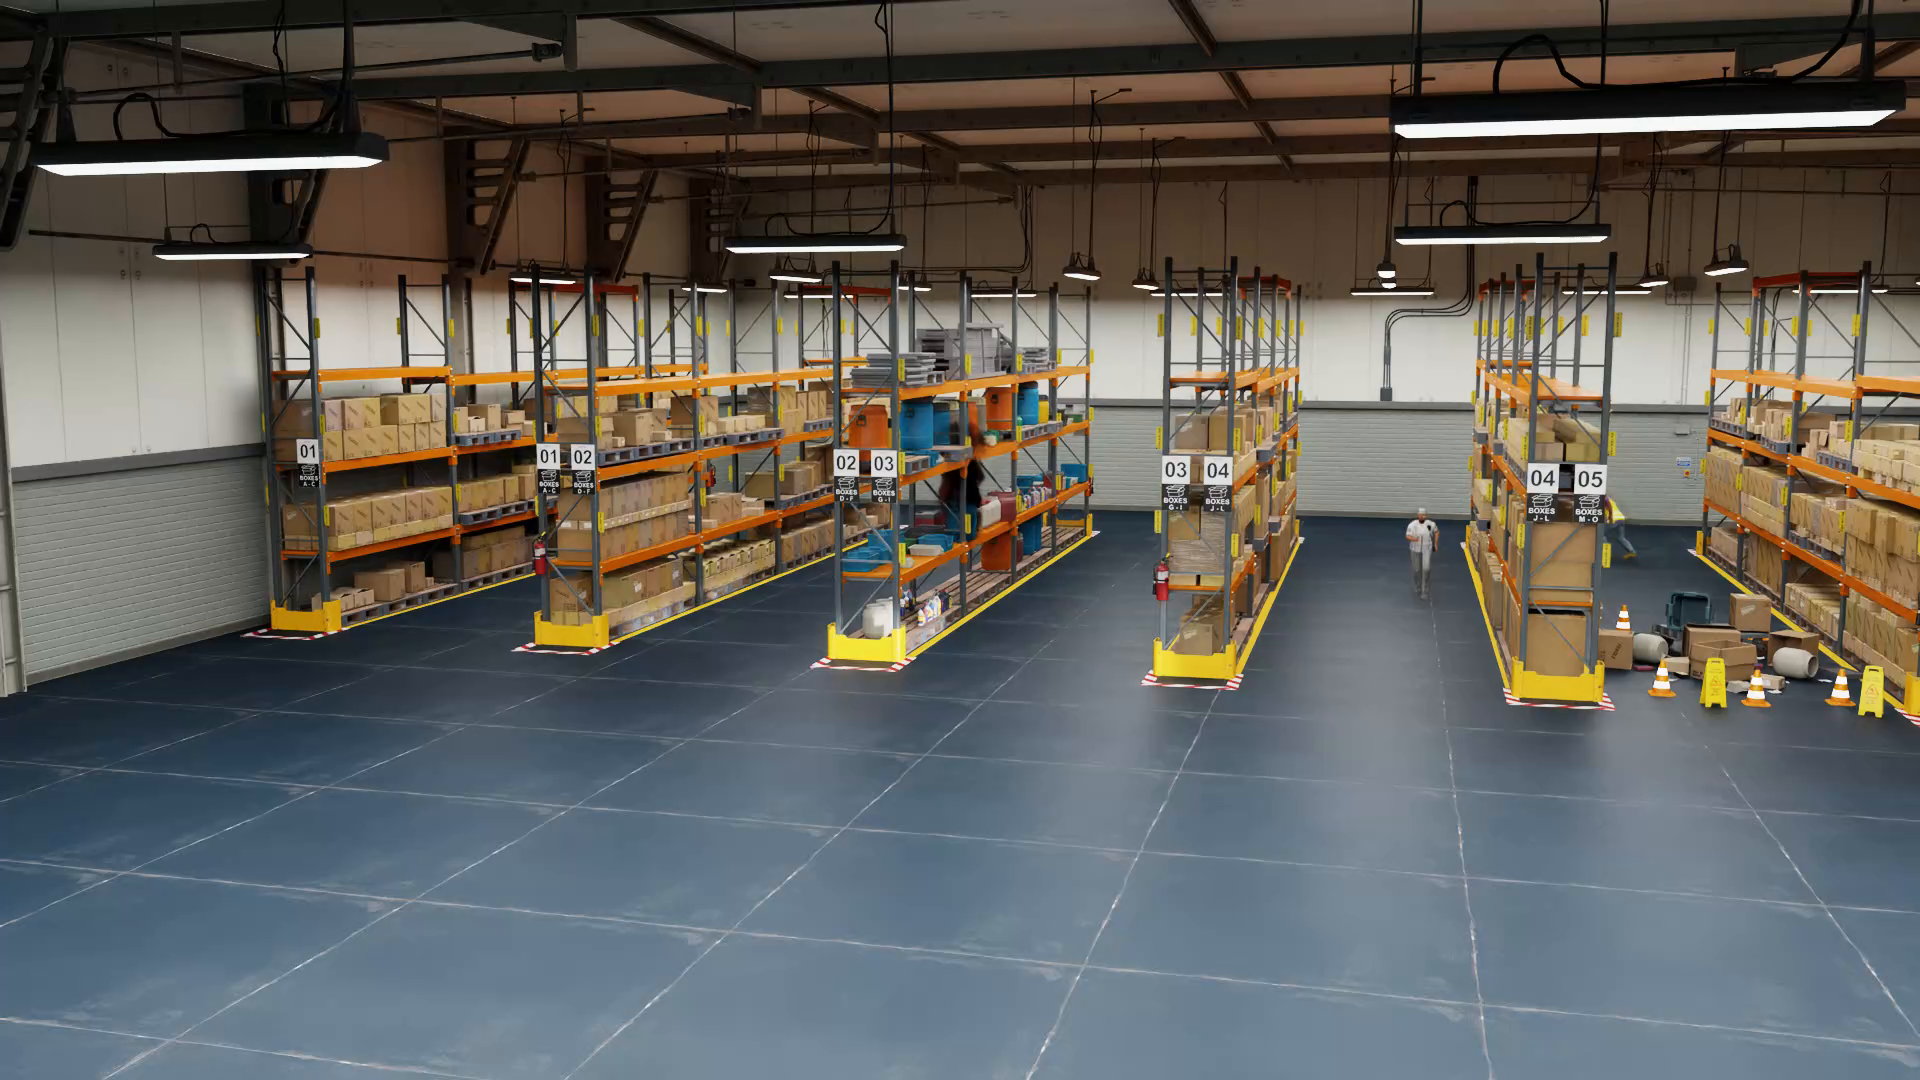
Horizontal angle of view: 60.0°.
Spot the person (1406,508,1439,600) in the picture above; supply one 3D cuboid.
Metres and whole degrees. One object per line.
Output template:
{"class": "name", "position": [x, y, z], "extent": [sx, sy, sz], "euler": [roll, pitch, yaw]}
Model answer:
{"class": "person", "position": [8.629, 0.247, 31.083], "extent": [0.586, 1.723, 0.825], "euler": [2, 8, 17]}

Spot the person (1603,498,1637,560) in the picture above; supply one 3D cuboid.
{"class": "person", "position": [14.240, -0.326, 36.173], "extent": [0.689, 1.540, 1.185], "euler": [-6, 9, -38]}
